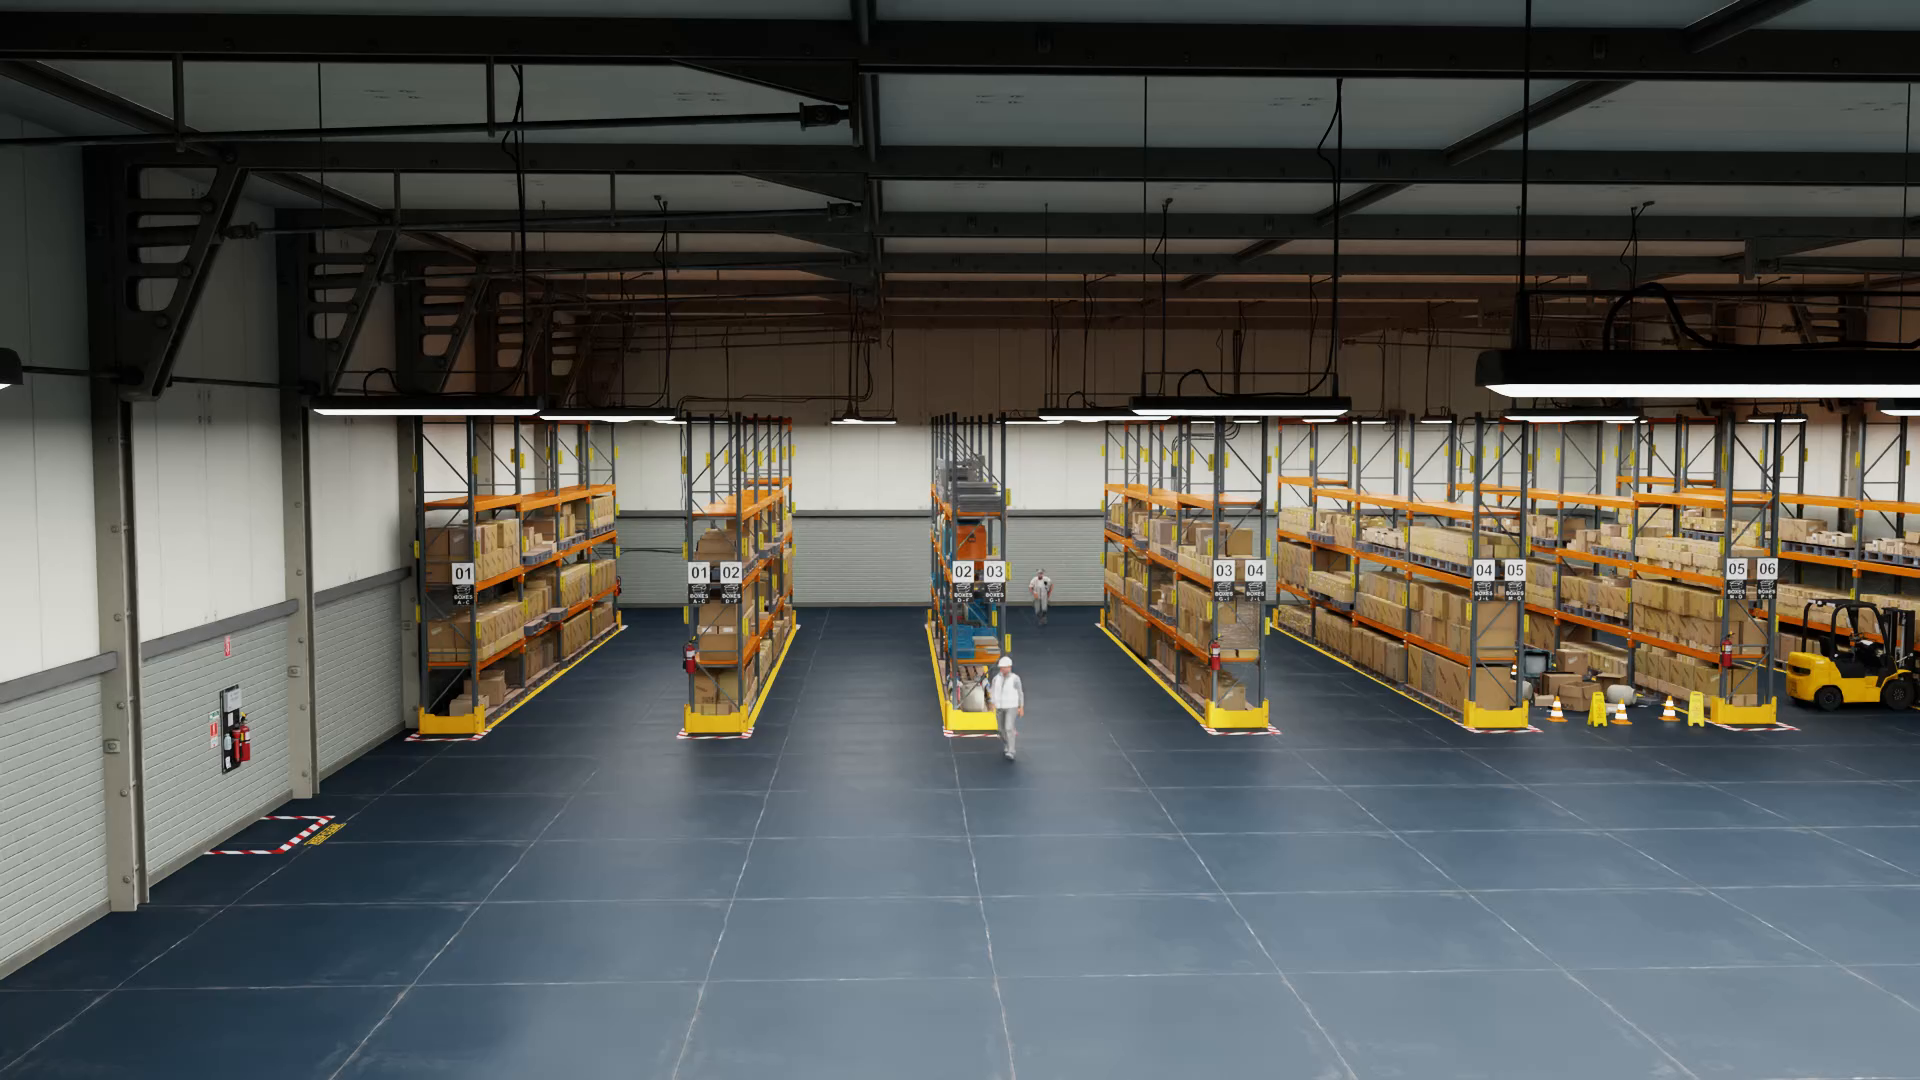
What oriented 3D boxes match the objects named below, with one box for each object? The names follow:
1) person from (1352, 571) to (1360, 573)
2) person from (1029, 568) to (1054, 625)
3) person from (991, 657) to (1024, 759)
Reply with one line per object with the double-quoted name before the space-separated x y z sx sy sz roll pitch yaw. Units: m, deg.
"person" 11.238 1.681 47.246 0.511 1.673 0.499 0 4 -3
"person" 2.344 1.634 47.793 0.698 1.686 0.728 0 4 6
"person" 0.818 2.906 28.920 0.613 1.738 0.834 3 5 34
